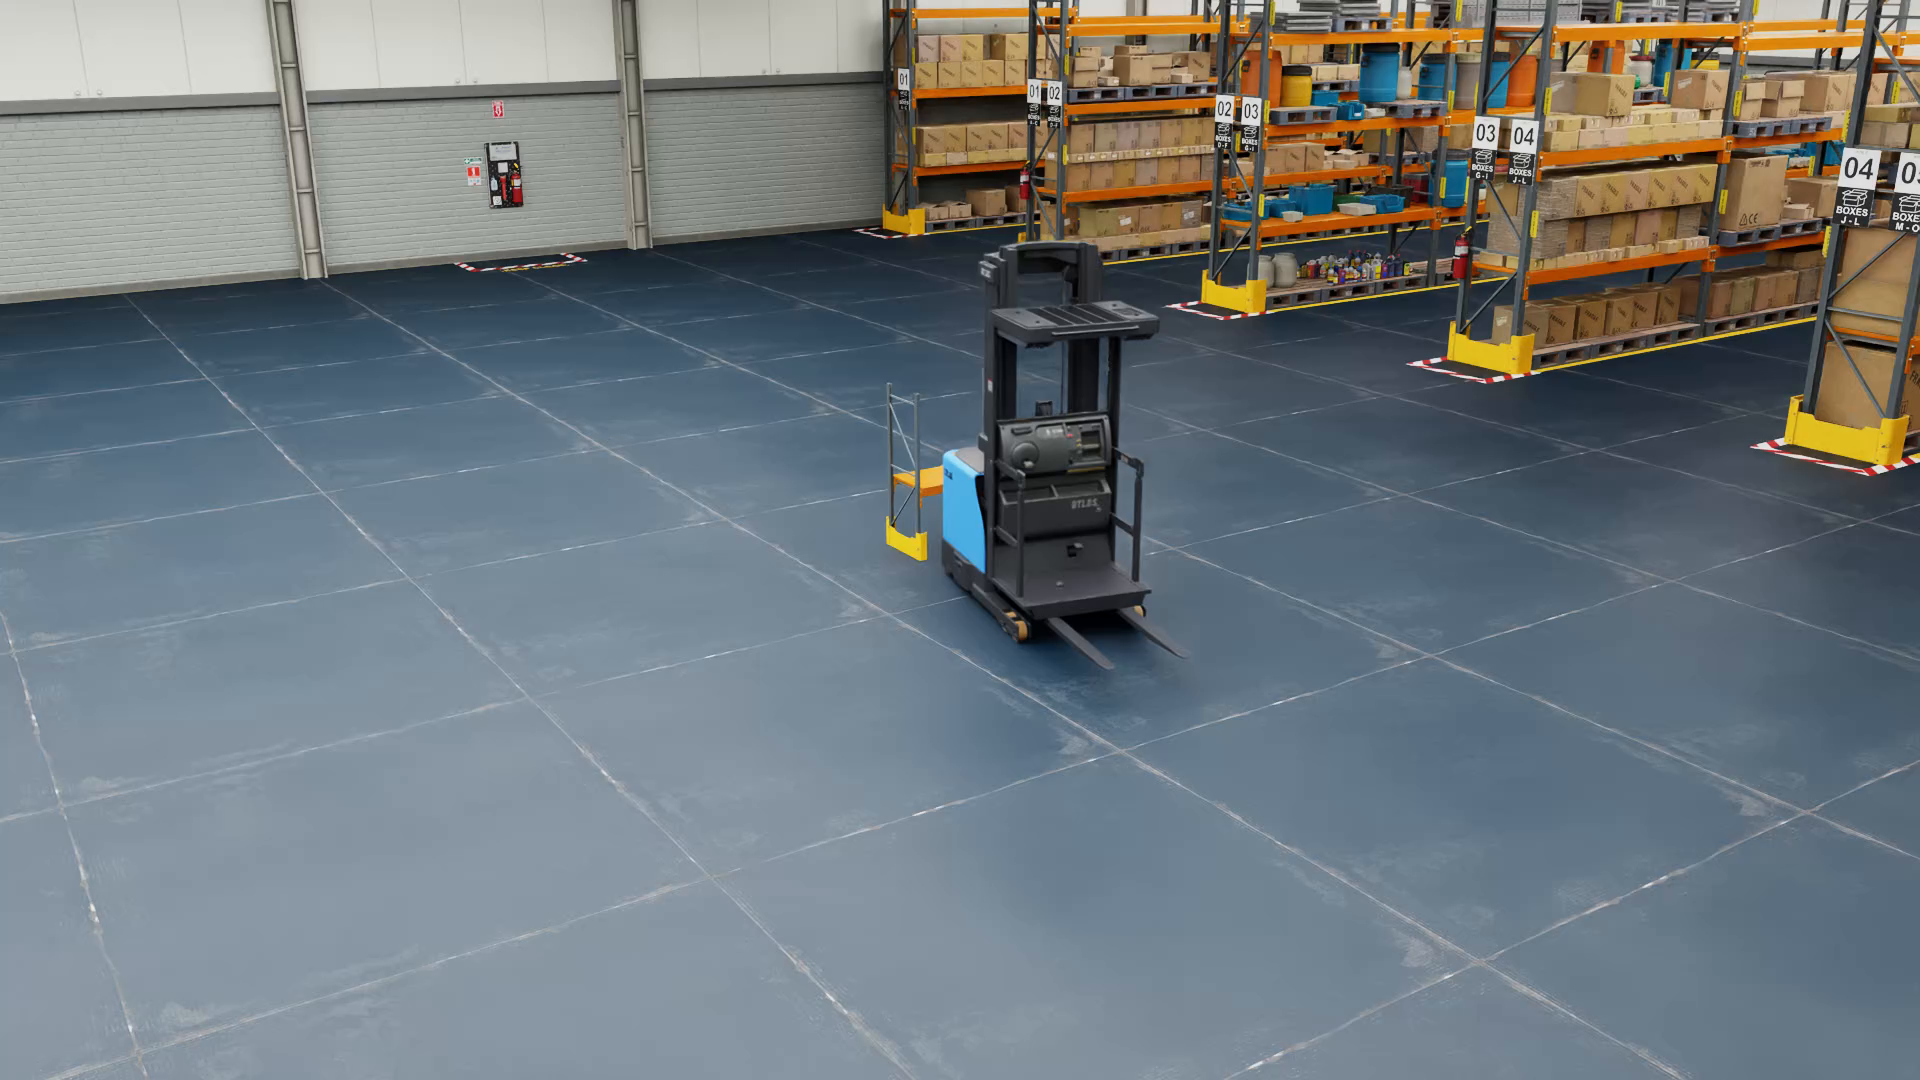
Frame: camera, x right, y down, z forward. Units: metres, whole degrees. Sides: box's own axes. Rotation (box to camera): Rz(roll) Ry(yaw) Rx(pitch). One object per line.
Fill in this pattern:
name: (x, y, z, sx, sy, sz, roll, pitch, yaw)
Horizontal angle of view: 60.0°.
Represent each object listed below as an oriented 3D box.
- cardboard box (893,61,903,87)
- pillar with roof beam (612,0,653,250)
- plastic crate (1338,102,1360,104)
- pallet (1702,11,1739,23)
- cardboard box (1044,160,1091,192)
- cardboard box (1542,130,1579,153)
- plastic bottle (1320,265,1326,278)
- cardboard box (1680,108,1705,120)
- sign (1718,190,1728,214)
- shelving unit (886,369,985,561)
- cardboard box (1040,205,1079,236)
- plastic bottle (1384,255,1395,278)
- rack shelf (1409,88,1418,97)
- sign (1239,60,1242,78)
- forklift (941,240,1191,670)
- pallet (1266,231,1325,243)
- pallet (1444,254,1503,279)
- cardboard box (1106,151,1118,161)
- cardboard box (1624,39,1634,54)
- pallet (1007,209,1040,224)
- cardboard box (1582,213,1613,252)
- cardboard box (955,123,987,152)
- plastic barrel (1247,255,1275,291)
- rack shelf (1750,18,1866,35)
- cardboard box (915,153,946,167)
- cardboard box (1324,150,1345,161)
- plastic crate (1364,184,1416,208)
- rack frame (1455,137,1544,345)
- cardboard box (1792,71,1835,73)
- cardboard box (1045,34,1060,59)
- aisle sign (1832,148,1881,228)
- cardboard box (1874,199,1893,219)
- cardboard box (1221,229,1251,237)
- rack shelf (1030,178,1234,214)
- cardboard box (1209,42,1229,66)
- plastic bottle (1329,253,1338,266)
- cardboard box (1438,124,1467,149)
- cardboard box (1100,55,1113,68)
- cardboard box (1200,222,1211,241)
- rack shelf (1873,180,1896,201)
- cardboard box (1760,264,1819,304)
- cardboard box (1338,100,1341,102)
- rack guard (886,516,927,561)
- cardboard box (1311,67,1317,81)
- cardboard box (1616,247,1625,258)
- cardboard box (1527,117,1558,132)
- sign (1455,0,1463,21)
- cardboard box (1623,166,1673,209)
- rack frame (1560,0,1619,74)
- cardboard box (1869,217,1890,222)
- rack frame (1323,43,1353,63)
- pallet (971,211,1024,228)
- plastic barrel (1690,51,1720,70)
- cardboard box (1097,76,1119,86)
cardboard box: (-1.000, -9.327, 33.279, 0.500, 0.500, 0.500, -10, 21, -28)
pillar with roof beam: (-3.743, -8.696, 26.917, 0.400, 9.000, 9.100, -12, 22, -31)
plastic crate: (6.113, -6.878, 26.553, 0.450, 0.188, 0.336, -12, 22, -31)
pallet: (13.588, -9.581, 30.453, 1.213, 0.211, 1.003, -12, 22, -31)
cardboard box: (1.916, -6.510, 29.661, 0.500, 0.500, 0.700, -12, 22, -31)
cardboard box: (7.508, -5.099, 21.194, 0.500, 0.250, 0.500, -11, 22, -30)
plastic bottle: (5.958, -4.413, 27.297, 0.097, 0.201, 0.097, 0, 19, 0)
cardboard box: (9.919, -5.819, 22.703, 0.250, 0.149, 0.380, -12, 22, -31)
sign: (10.609, -4.704, 23.124, 0.005, 0.325, 0.100, -12, 22, -31)
shelving unit: (-0.064, -0.697, 14.965, 1.083, 1.500, 0.587, -12, 22, -31)
cardboard box: (1.803, -5.809, 30.211, 0.500, 0.500, 0.500, -12, 22, -31)
plastic bottle: (7.041, -4.492, 27.297, 0.185, 0.351, 0.144, -13, 23, -34)
rack shelf: (9.871, -9.225, 34.288, 4.000, 0.370, 1.077, -12, 22, -31)
sign: (5.166, -8.643, 30.513, 0.005, 0.325, 0.100, -12, 22, -31)
forklift: (0.830, -0.748, 12.882, 1.130, 2.935, 3.031, -7, 20, -19)
pallet: (6.473, -6.124, 33.028, 1.213, 0.211, 1.003, -12, 22, -31)
pallet: (9.235, -4.806, 29.133, 1.213, 0.211, 1.003, -12, 22, -31)
cardboard box: (2.605, -6.884, 29.756, 0.250, 0.149, 0.380, -12, 22, -32)
cardboard box: (14.461, -11.049, 36.843, 0.500, 0.500, 0.700, -12, 22, -31)
pallet: (1.590, -6.964, 35.514, 1.213, 0.211, 1.003, -12, 22, -31)
cardboard box: (8.231, -4.208, 22.387, 0.500, 0.500, 0.875, -12, 22, -31)
cardboard box: (0.208, -8.179, 33.786, 0.500, 0.500, 0.500, -13, 22, -33)
plastic barrel: (4.747, -4.215, 26.257, 0.421, 0.512, 0.421, 0, 19, 0)
rack shelf: (15.932, -9.836, 32.035, 4.000, 0.370, 1.077, -12, 22, -31)
cardboard box: (-0.627, -7.647, 33.385, 0.500, 0.250, 0.500, -13, 22, -33)
cardboard box: (7.347, -7.645, 33.313, 0.500, 0.311, 0.500, -12, 22, -32)
plastic crate: (7.073, -5.675, 27.444, 0.504, 0.338, 0.767, -12, 22, -31)
rack frame: (6.964, -3.733, 21.604, 0.127, 3.000, 1.000, -12, 22, -31)
cardboard box: (12.686, -6.745, 24.893, 0.500, 0.500, 0.500, -12, 22, -31)
cardboard box: (1.863, -10.203, 34.310, 0.500, 0.500, 0.500, -14, 23, -36)
aisle sign: (9.383, -3.688, 17.411, 0.004, 0.787, 0.394, -12, 22, -31)
cardboard box: (14.201, -5.203, 25.794, 0.500, 0.500, 0.500, -11, 22, -30)
cardboard box: (5.333, -5.989, 31.915, 0.500, 0.250, 0.500, -13, 22, -33)
rack shelf: (3.189, -6.395, 30.601, 4.000, 0.370, 1.077, -12, 22, -31)
cardboard box: (5.838, -10.893, 37.255, 0.500, 0.500, 0.700, -14, 23, -36)
plastic bottle: (6.166, -4.577, 27.548, 0.185, 0.351, 0.144, -12, 22, -32)
cardboard box: (10.099, -8.416, 34.643, 0.700, 0.500, 0.500, 16, 24, 39)
cardboard box: (3.147, -10.174, 35.454, 0.500, 0.311, 0.500, -11, 22, -30)
cardboard box: (4.592, -5.844, 31.486, 0.500, 0.250, 0.500, -12, 22, -31)
rack shelf: (11.278, -3.821, 18.304, 4.000, 0.370, 1.077, -12, 22, -31)
cardboard box: (12.640, -3.942, 25.438, 0.500, 0.500, 0.700, -14, 23, -36)
cardboard box: (8.564, -10.224, 38.980, 0.500, 0.250, 0.500, -11, 22, -30)
rack guard: (-0.480, -0.017, 14.906, 0.087, 0.250, 0.587, -12, 22, -31)
cardboard box: (6.490, -8.957, 31.952, 0.500, 0.250, 0.500, -14, 23, -36)
cardboard box: (8.775, -3.918, 22.544, 0.250, 0.149, 0.380, -12, 22, -31)
cardboard box: (7.321, -5.259, 21.044, 0.250, 0.149, 0.380, -12, 22, -32)
sign: (7.874, -8.356, 26.238, 0.005, 0.325, 0.100, -12, 22, -31)
cardboard box: (9.245, -4.771, 22.491, 0.500, 0.500, 0.500, -12, 22, -31)
rack frame: (10.921, -9.309, 28.730, 0.127, 3.000, 1.000, -12, 22, -31)
cardboard box: (10.347, -3.148, 17.952, 0.550, 0.550, 0.875, -12, 22, -31)
rack frame: (8.813, -12.664, 38.652, 0.127, 3.000, 1.000, -12, 22, -31)
pallet: (0.571, -6.748, 34.874, 1.213, 0.211, 1.003, -12, 22, -31)
plastic barrel: (13.611, -8.666, 30.561, 0.600, 0.588, 0.600, 0, 19, 0)
cardboard box: (2.598, -8.111, 29.387, 0.250, 0.149, 0.380, -12, 22, -31)
